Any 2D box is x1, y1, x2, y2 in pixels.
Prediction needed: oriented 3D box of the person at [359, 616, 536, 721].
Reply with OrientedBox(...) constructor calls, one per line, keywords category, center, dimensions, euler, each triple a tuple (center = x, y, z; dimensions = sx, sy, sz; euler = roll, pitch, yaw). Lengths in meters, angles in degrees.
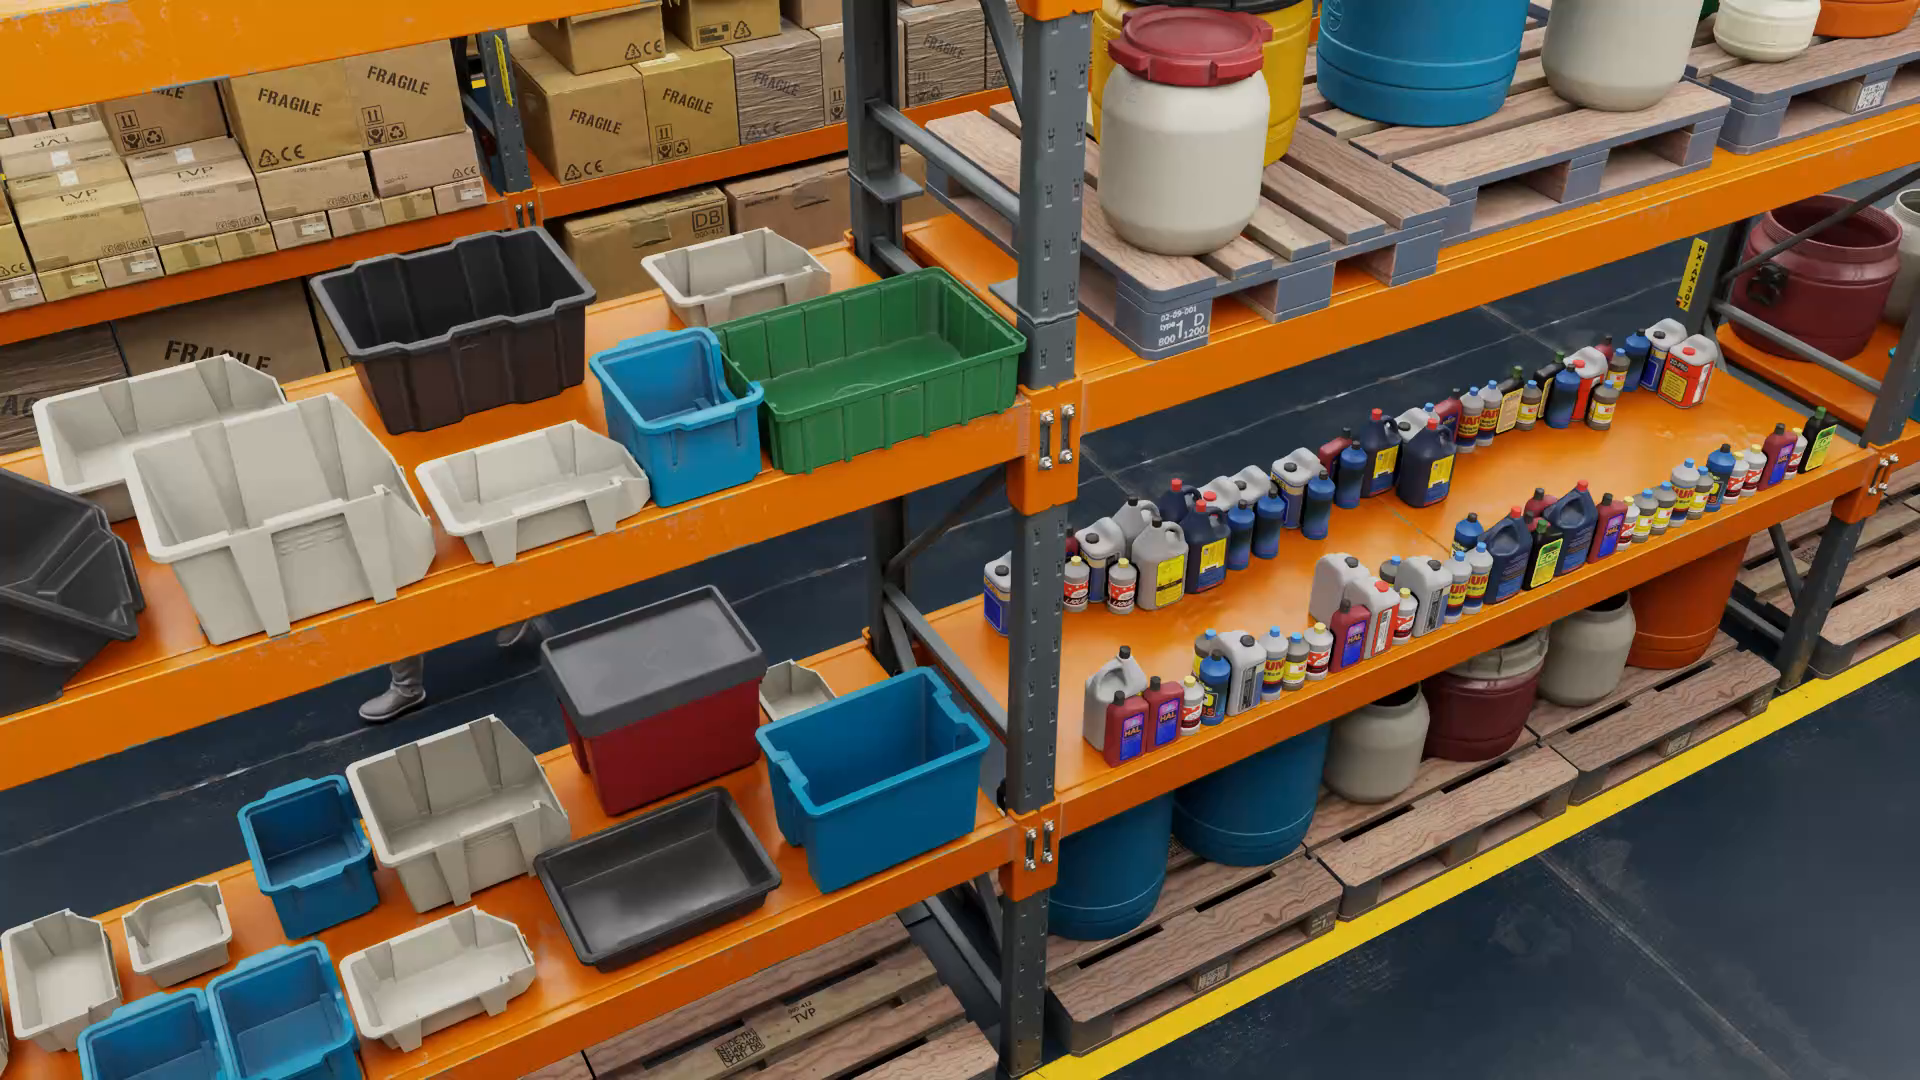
OrientedBox(category="person", center=(-2.239, -0.031, 6.934), dimensions=(0.879, 1.648, 0.500), euler=(-17, 40, -21))
